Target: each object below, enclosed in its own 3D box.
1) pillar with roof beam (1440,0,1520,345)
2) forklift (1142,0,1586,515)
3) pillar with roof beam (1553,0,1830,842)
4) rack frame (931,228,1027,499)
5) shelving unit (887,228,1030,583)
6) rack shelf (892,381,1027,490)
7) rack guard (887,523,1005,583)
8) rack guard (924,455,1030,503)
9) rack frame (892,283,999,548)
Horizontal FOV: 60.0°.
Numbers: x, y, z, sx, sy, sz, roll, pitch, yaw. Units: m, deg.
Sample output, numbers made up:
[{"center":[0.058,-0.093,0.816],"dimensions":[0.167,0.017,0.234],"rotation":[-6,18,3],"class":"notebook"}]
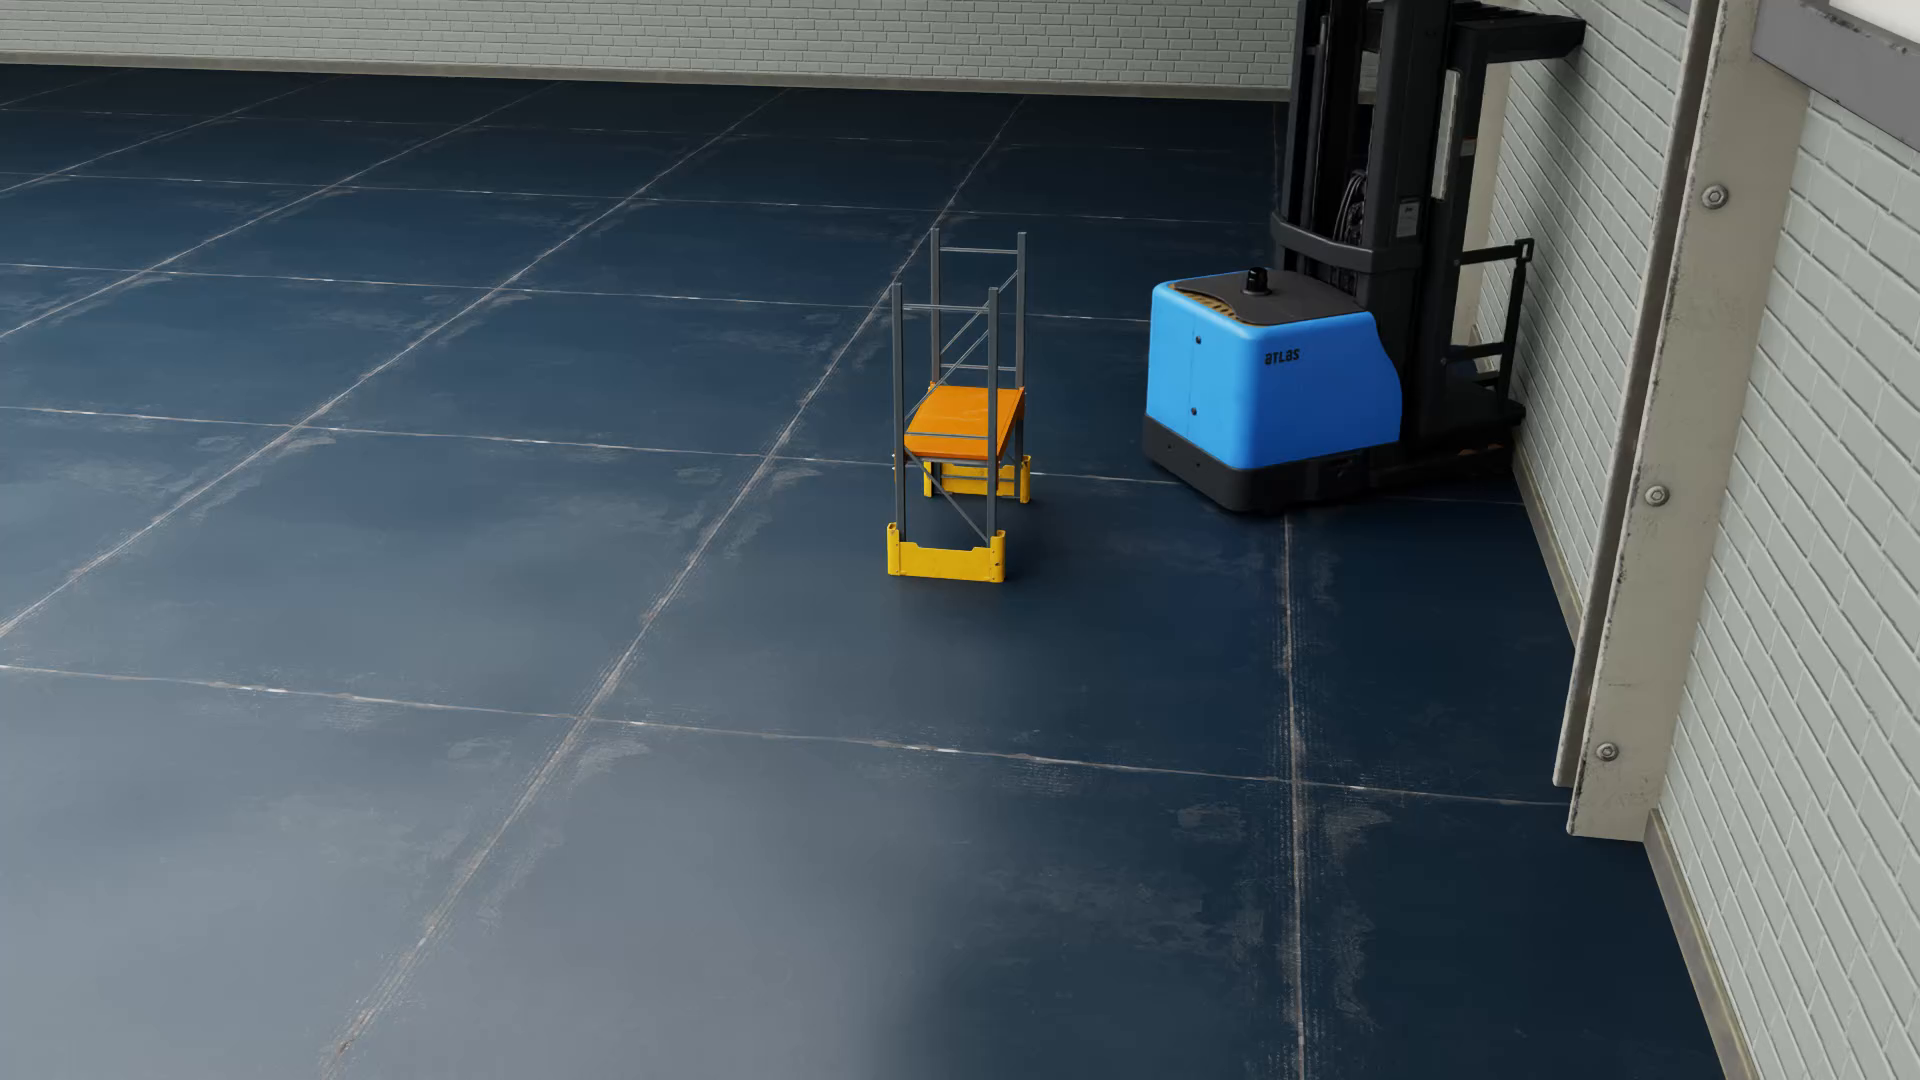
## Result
[{"center":[-0.759,-5.830,10.591],"dimensions":[9.100,9.000,0.400],"rotation":[4,25,9],"class":"pillar with roof beam"},{"center":[2.618,-1.870,9.287],"dimensions":[3.031,2.935,1.130],"rotation":[-11,27,-22],"class":"forklift"},{"center":[-1.740,-3.321,5.230],"dimensions":[9.100,9.000,0.400],"rotation":[4,25,9],"class":"pillar with roof beam"},{"center":[0.097,-0.928,8.962],"dimensions":[0.500,1.500,0.032],"rotation":[4,25,9],"class":"rack frame"},{"center":[0.012,-0.711,8.500],"dimensions":[0.587,1.500,1.083],"rotation":[4,25,9],"class":"shelving unit"},{"center":[0.014,-0.552,8.585],"dimensions":[0.538,0.185,1.000],"rotation":[4,25,9],"class":"rack shelf"},{"center":[-0.069,0.063,8.320],"dimensions":[0.587,0.250,0.087],"rotation":[4,25,9],"class":"rack guard"},{"center":[0.094,-0.353,9.210],"dimensions":[0.587,0.250,0.087],"rotation":[4,25,9],"class":"rack guard"},{"center":[-0.069,-0.502,8.054],"dimensions":[0.500,1.500,0.032],"rotation":[4,25,9],"class":"rack frame"}]
